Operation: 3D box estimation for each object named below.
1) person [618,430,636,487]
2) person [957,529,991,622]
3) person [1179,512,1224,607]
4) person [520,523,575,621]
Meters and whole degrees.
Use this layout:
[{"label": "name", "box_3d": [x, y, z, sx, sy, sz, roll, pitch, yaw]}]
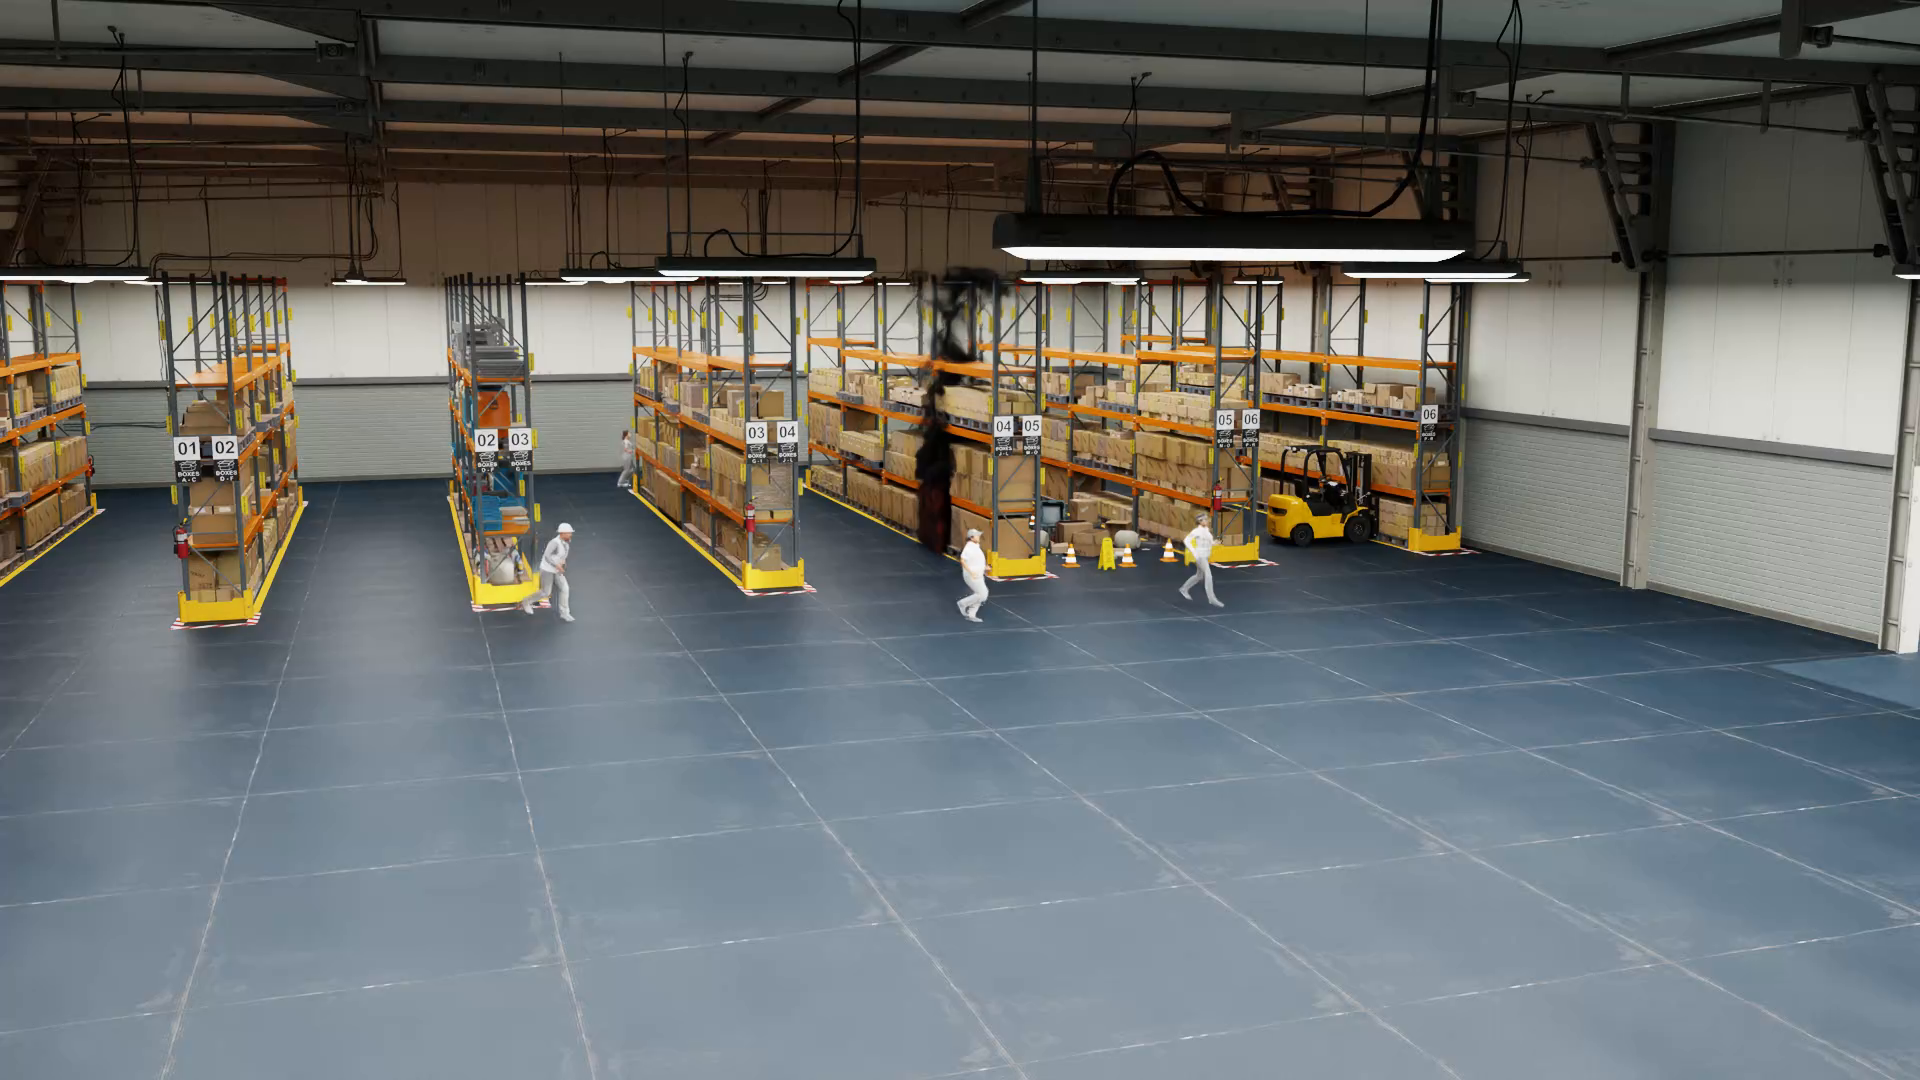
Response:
[{"label": "person", "box_3d": [-9.607, -2.359, 48.178, 0.655, 1.653, 0.540, -1, 9, -7]}, {"label": "person", "box_3d": [0.245, 0.615, 28.719, 0.549, 1.627, 0.607, 2, 9, 10]}, {"label": "person", "box_3d": [4.390, 0.324, 30.180, 0.930, 1.692, 0.606, 5, 10, 30]}, {"label": "person", "box_3d": [-7.160, 0.555, 28.911, 1.031, 1.731, 0.688, 1, 9, 7]}]
